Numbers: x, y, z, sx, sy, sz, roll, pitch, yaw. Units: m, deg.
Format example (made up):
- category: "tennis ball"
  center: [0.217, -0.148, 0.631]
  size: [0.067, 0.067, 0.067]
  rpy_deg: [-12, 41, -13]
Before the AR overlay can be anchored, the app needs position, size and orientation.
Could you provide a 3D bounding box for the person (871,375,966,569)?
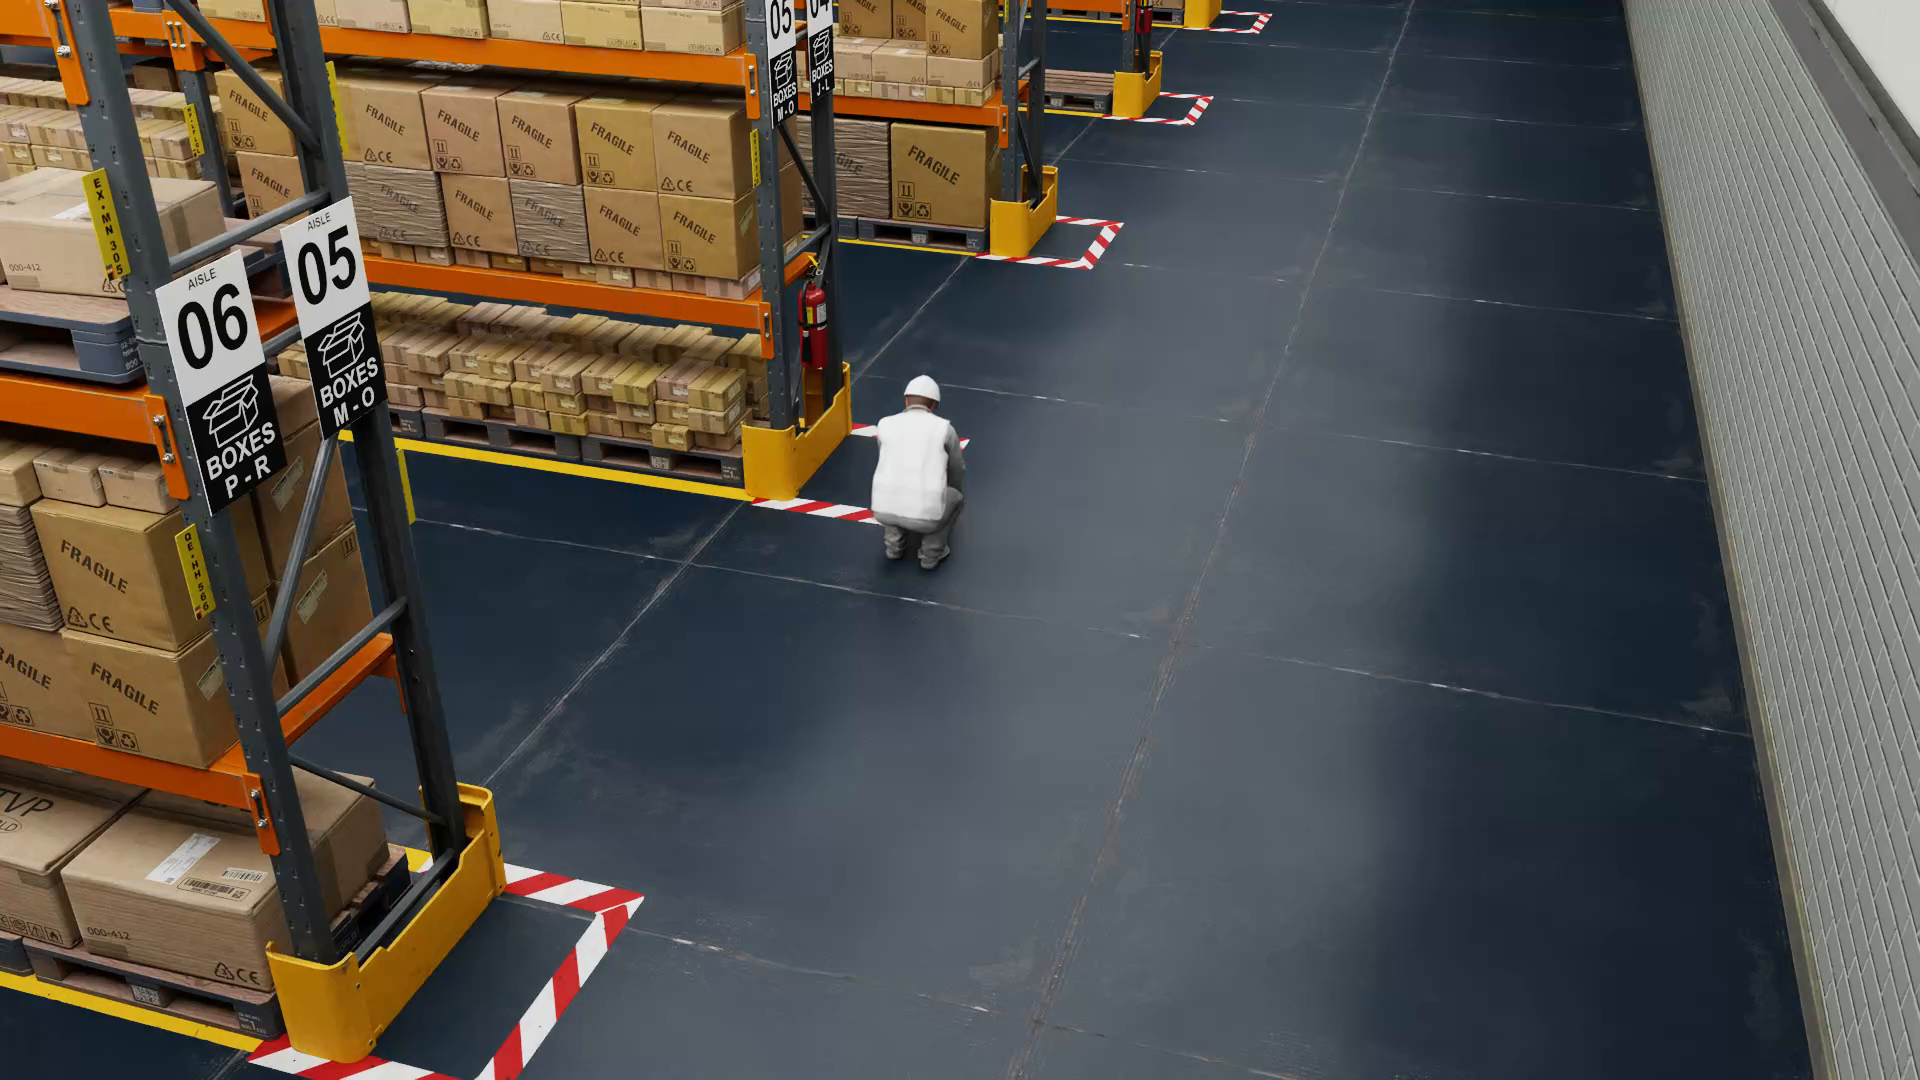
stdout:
- category: "person"
  center: [-0.253, -0.406, 10.016]
  size: [0.527, 1.009, 0.843]
  rpy_deg: [8, 30, 15]
